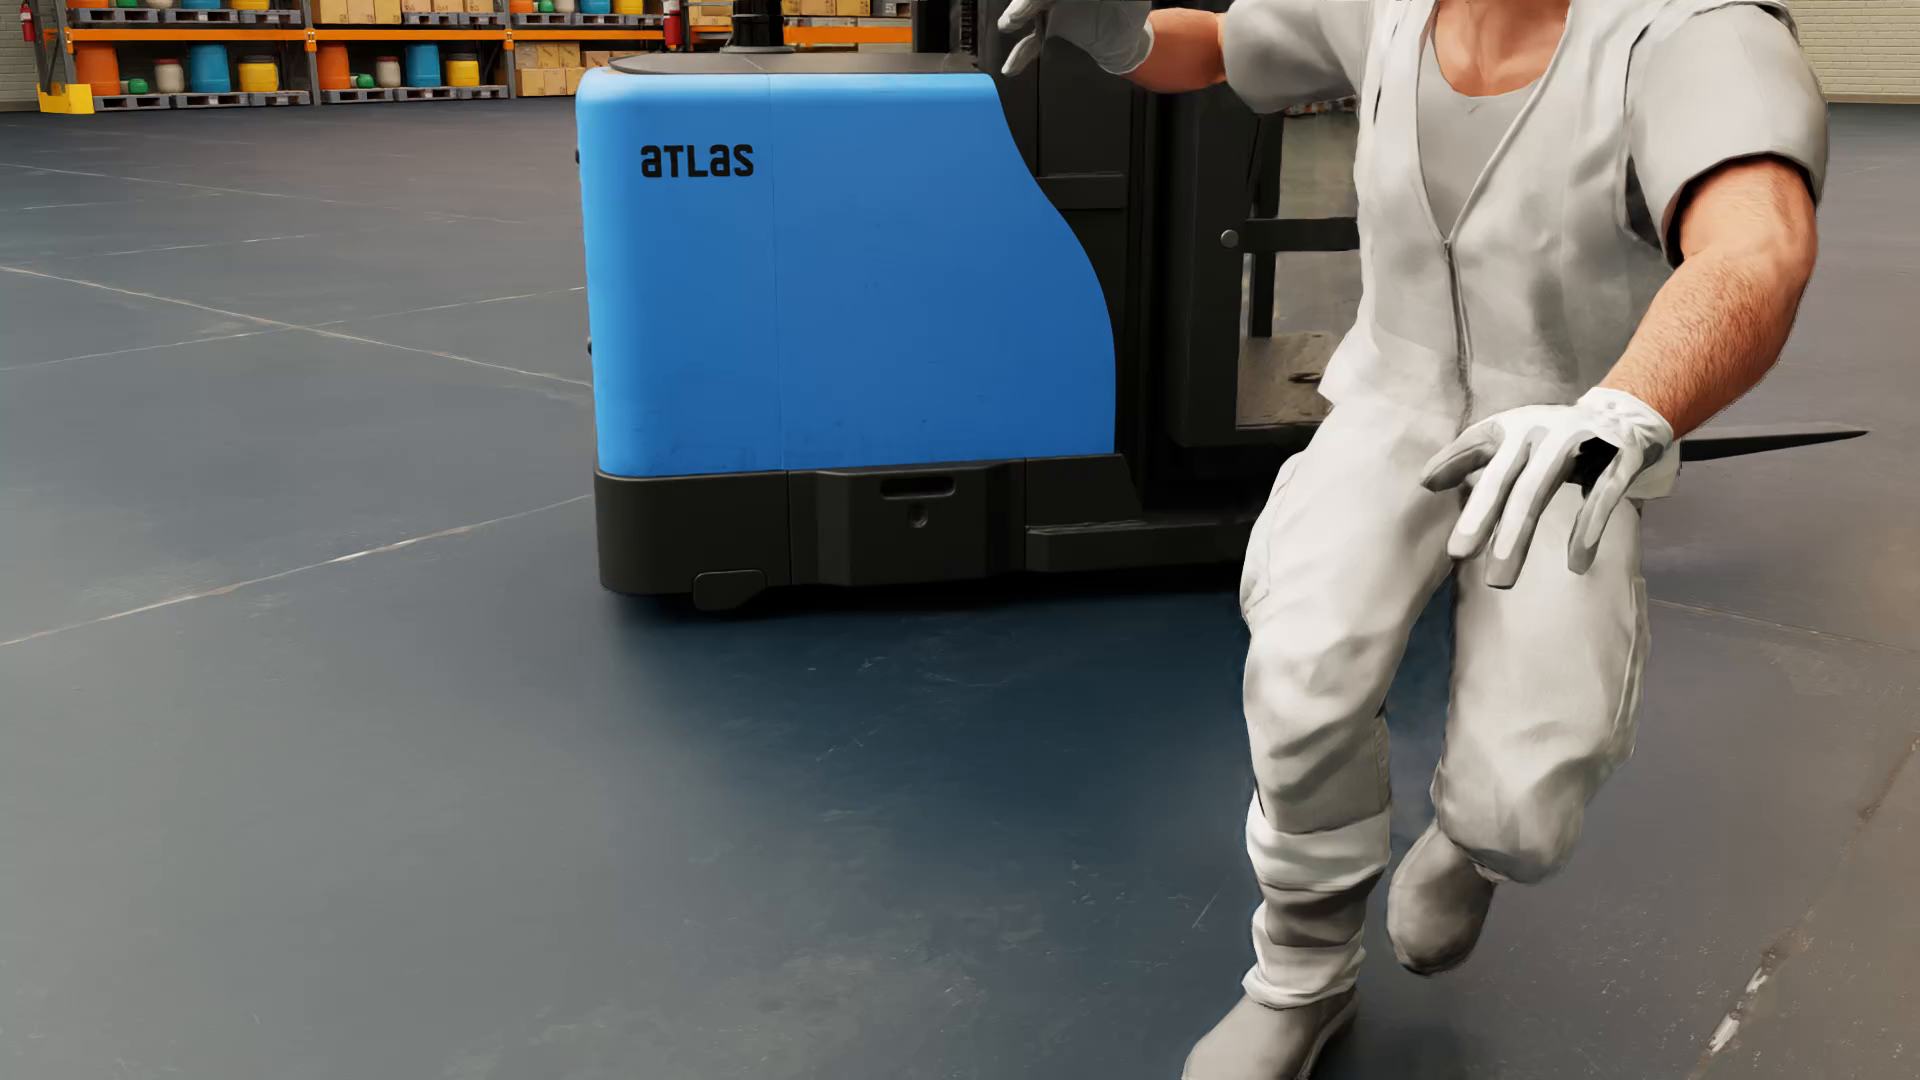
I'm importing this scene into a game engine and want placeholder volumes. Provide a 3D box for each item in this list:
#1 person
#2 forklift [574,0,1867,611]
[{"bbox_3d":[0.394,-0.082,1.662,0.788,1.483,1.021,10,20,30],"label":"person"},{"bbox_3d":[0.659,-1.457,3.694,3.031,2.935,1.130,-4,17,-11],"label":"forklift"}]
